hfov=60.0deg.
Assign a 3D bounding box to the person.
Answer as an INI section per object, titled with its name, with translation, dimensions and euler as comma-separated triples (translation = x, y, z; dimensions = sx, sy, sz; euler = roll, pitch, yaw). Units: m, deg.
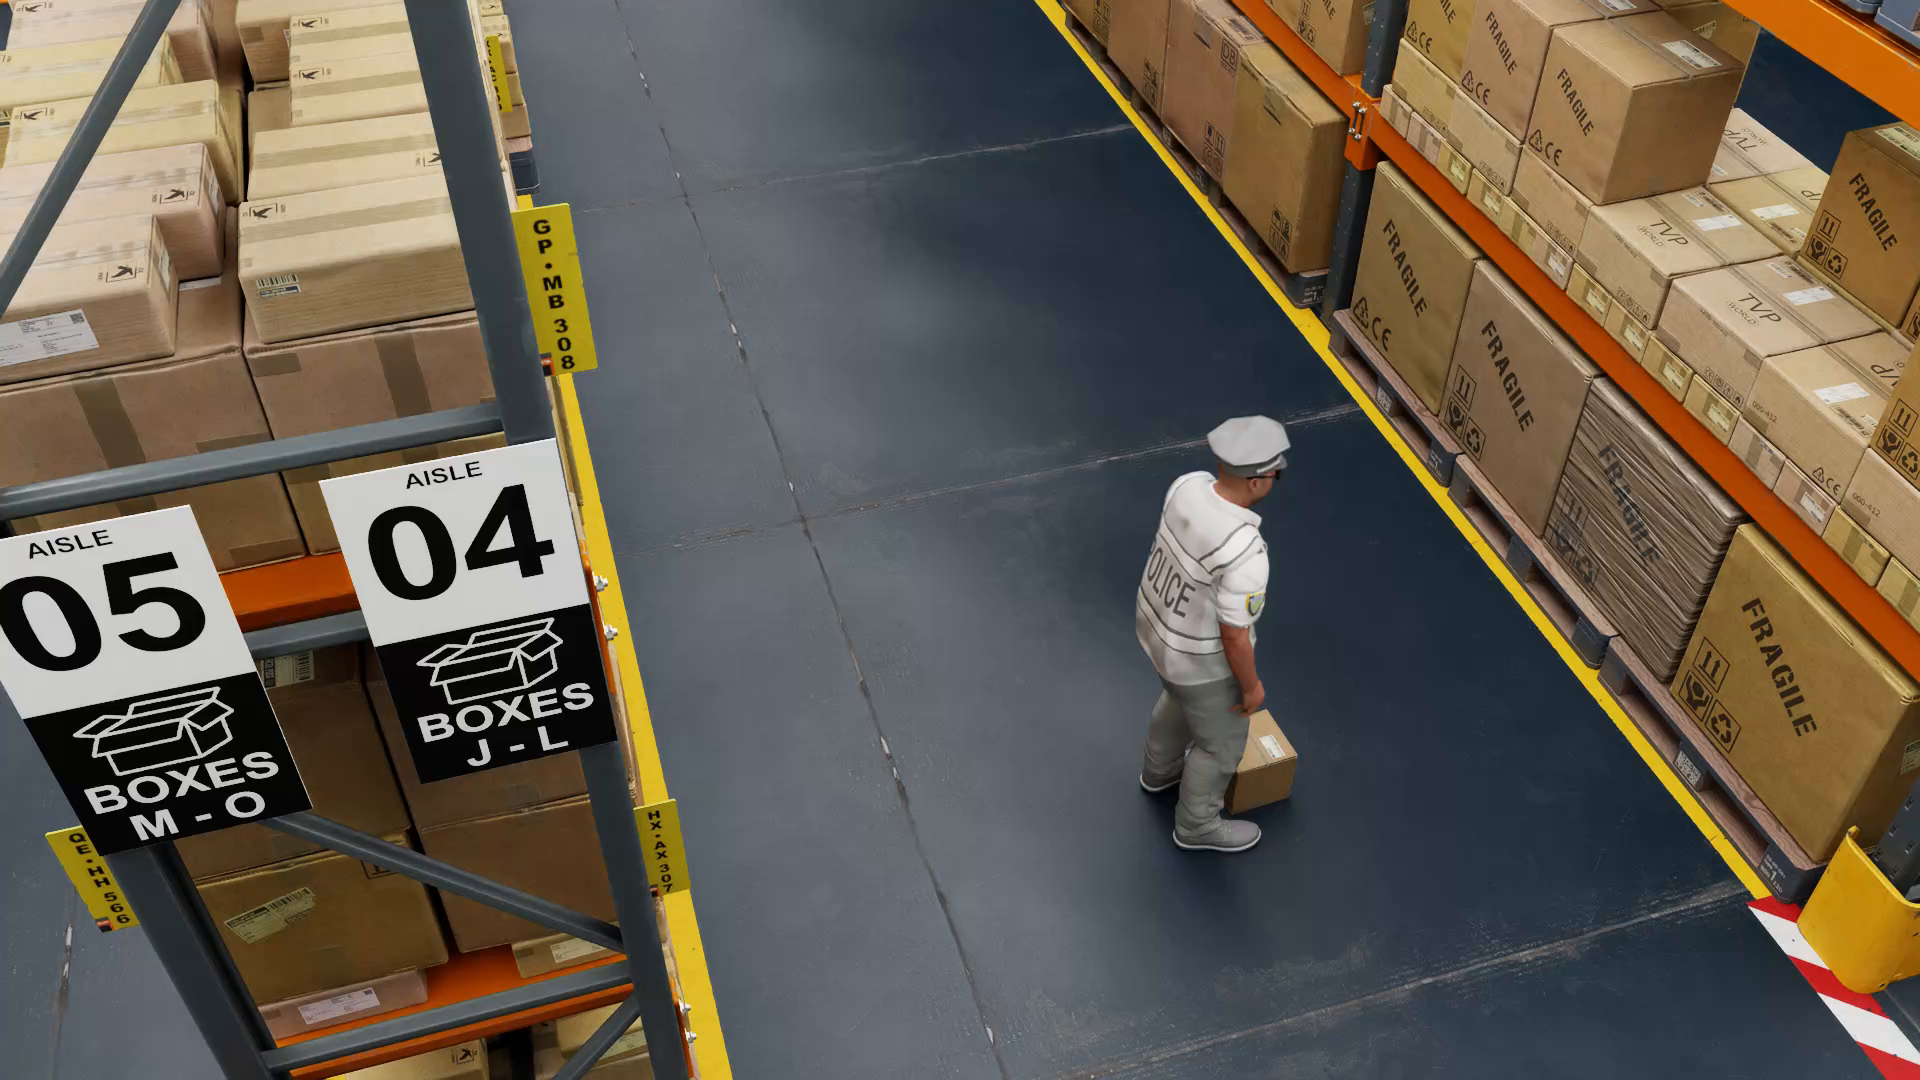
[person]
translation = 0.843, 0.348, 5.768
dimensions = 0.432, 1.747, 0.597
euler = -13, 44, -14
